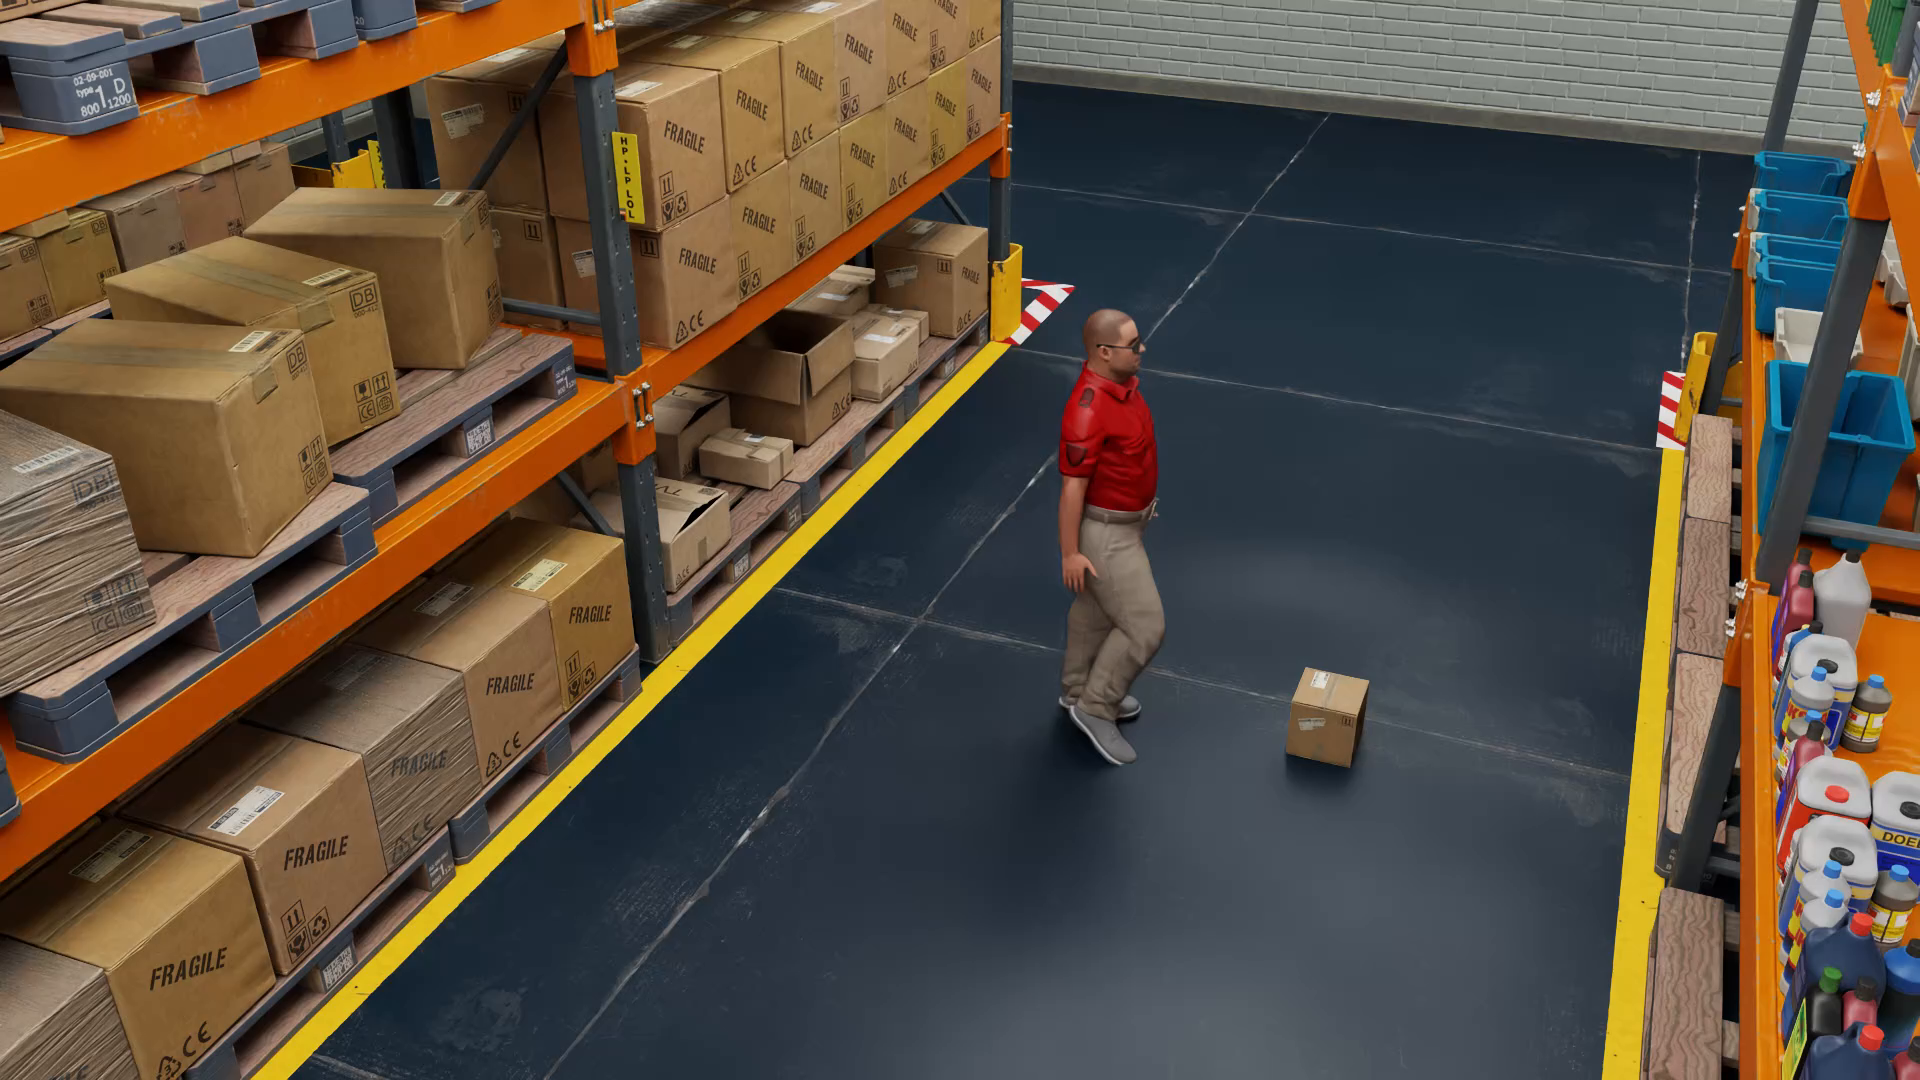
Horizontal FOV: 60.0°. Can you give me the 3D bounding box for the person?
[{"bbox_3d":[0.589,-0.024,6.213,0.435,1.762,0.576,6,30,11],"label":"person"}]
